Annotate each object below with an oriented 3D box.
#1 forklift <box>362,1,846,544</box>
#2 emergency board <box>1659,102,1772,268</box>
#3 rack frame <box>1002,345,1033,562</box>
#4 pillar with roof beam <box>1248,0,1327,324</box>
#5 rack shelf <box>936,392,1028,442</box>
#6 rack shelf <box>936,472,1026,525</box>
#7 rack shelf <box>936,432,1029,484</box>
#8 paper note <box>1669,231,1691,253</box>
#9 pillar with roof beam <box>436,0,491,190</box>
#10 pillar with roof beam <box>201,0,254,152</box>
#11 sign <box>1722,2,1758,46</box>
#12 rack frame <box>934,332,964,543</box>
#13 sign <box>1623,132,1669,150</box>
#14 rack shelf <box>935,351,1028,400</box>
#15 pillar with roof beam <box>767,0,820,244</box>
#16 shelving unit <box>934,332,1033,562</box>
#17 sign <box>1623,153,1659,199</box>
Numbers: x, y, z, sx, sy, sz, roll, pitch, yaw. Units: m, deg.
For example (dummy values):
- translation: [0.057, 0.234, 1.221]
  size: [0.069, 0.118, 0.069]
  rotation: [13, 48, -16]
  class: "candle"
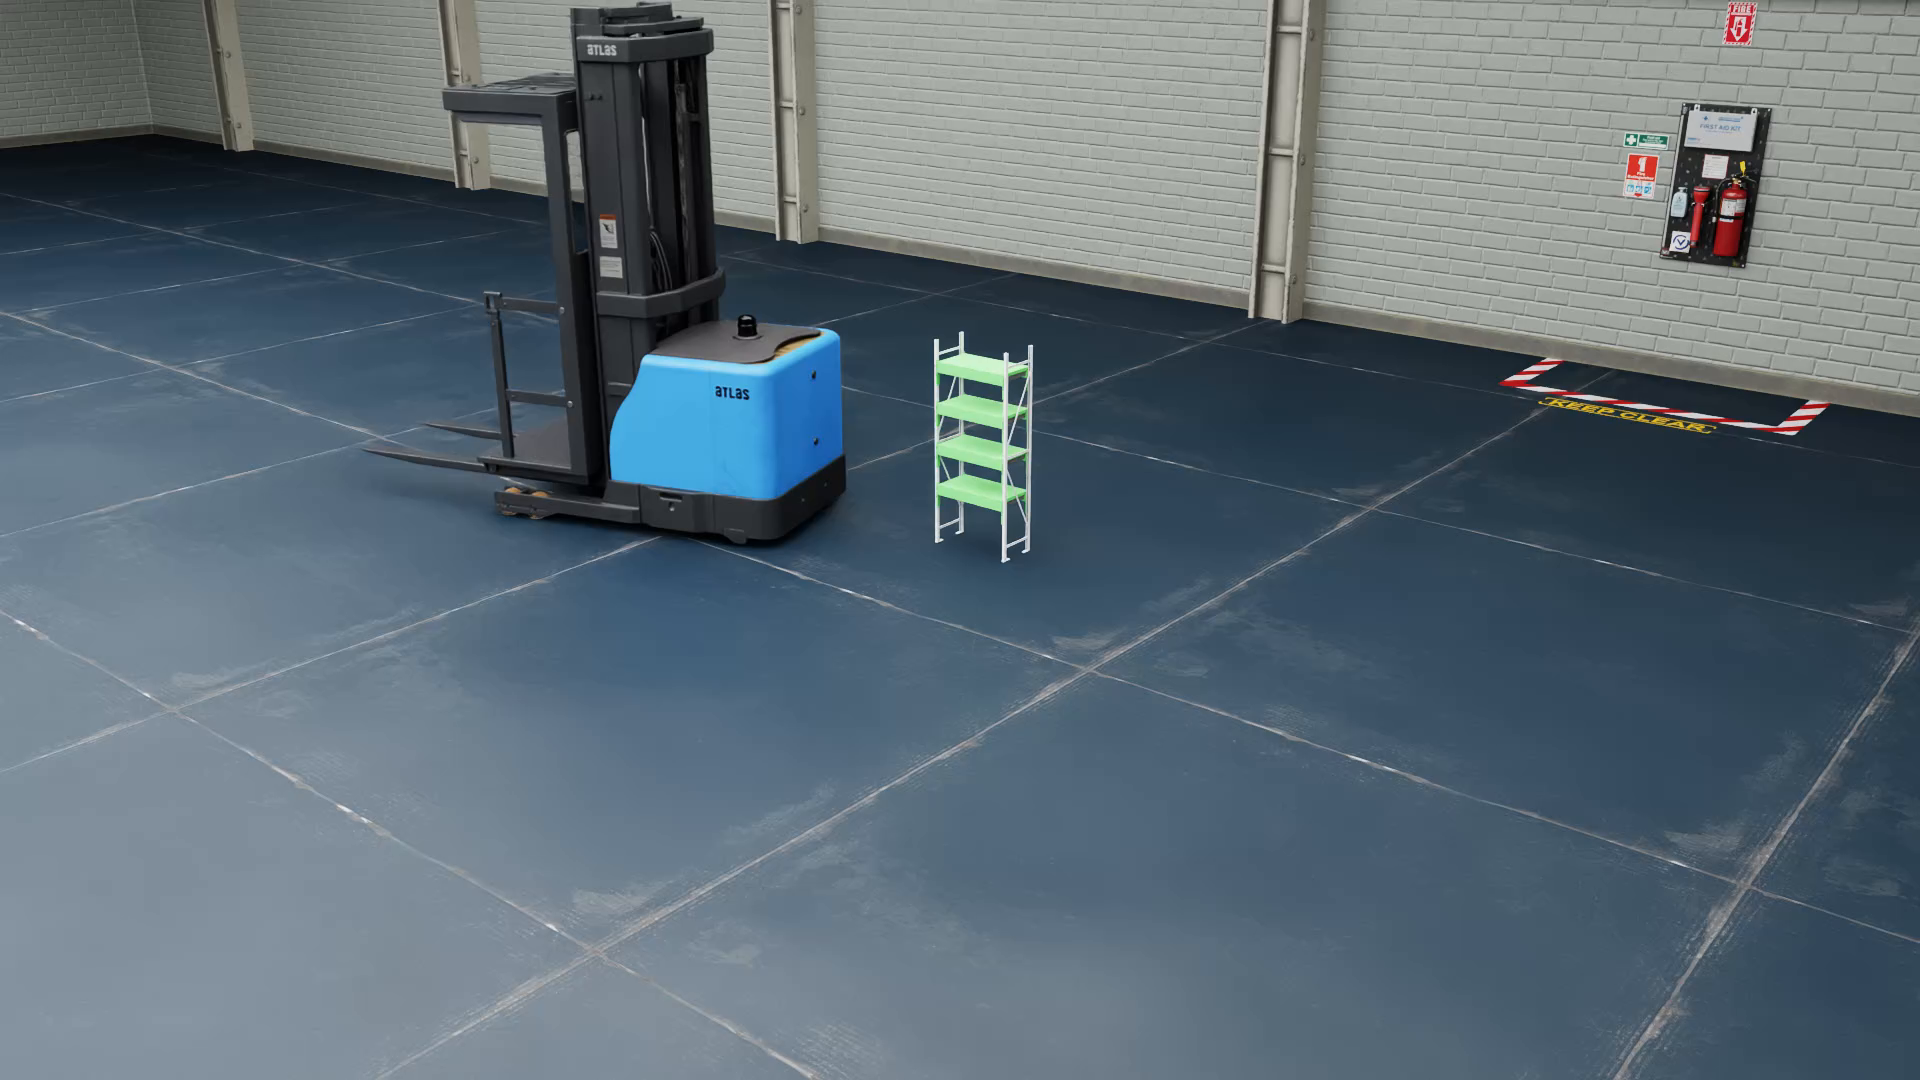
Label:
- translation: [-2.273, -1.658, 9.911]
  size: [3.031, 2.935, 1.130]
  rotation: [8, 22, 20]
  class: "forklift"
- translation: [5.601, -2.633, 12.398]
  size: [0.643, 1.169, 0.194]
  rotation: [16, 26, 36]
  class: "emergency board"
- translation: [0.317, -0.470, 9.214]
  size: [0.015, 1.200, 0.240]
  rotation: [16, 26, 36]
  class: "rack frame"
- translation: [0.121, -5.040, 10.279]
  size: [0.400, 9.000, 9.100]
  rotation: [16, 26, 36]
  class: "pillar with roof beam"
- translation: [0.128, -0.689, 9.296]
  size: [0.480, 0.148, 0.258]
  rotation: [16, 26, 36]
  class: "rack shelf"
- translation: [0.128, -0.240, 9.466]
  size: [0.480, 0.148, 0.258]
  rotation: [16, 26, 36]
  class: "rack shelf"
- translation: [0.128, -0.465, 9.381]
  size: [0.480, 0.148, 0.258]
  rotation: [16, 26, 36]
  class: "rack shelf"
- translation: [5.508, -2.279, 12.708]
  size: [0.142, 0.148, 0.016]
  rotation: [16, 26, 36]
  class: "paper note"
- translation: [-9.175, -7.717, 17.378]
  size: [0.400, 9.000, 9.100]
  rotation: [16, 26, 36]
  class: "pillar with roof beam"
- translation: [-13.824, -9.055, 20.928]
  size: [0.400, 9.000, 9.100]
  rotation: [16, 26, 36]
  class: "pillar with roof beam"
- translation: [5.658, -3.746, 12.066]
  size: [0.199, 0.298, 0.001]
  rotation: [16, 26, 36]
  class: "sign"
- translation: [-0.061, -0.579, 9.503]
  size: [0.015, 1.200, 0.240]
  rotation: [16, 26, 36]
  class: "rack frame"
- translation: [5.236, -3.045, 12.691]
  size: [0.331, 0.109, 0.001]
  rotation: [16, 26, 36]
  class: "sign"
- translation: [0.128, -0.914, 9.212]
  size: [0.480, 0.148, 0.258]
  rotation: [16, 26, 36]
  class: "rack shelf"
- translation: [-4.527, -6.378, 13.829]
  size: [0.400, 9.000, 9.100]
  rotation: [16, 26, 36]
  class: "pillar with roof beam"
- translation: [0.128, -0.524, 9.359]
  size: [0.503, 1.200, 0.258]
  rotation: [16, 26, 36]
  class: "shelving unit"
- translation: [5.238, -2.801, 12.794]
  size: [0.234, 0.329, 0.001]
  rotation: [16, 26, 36]
  class: "sign"
